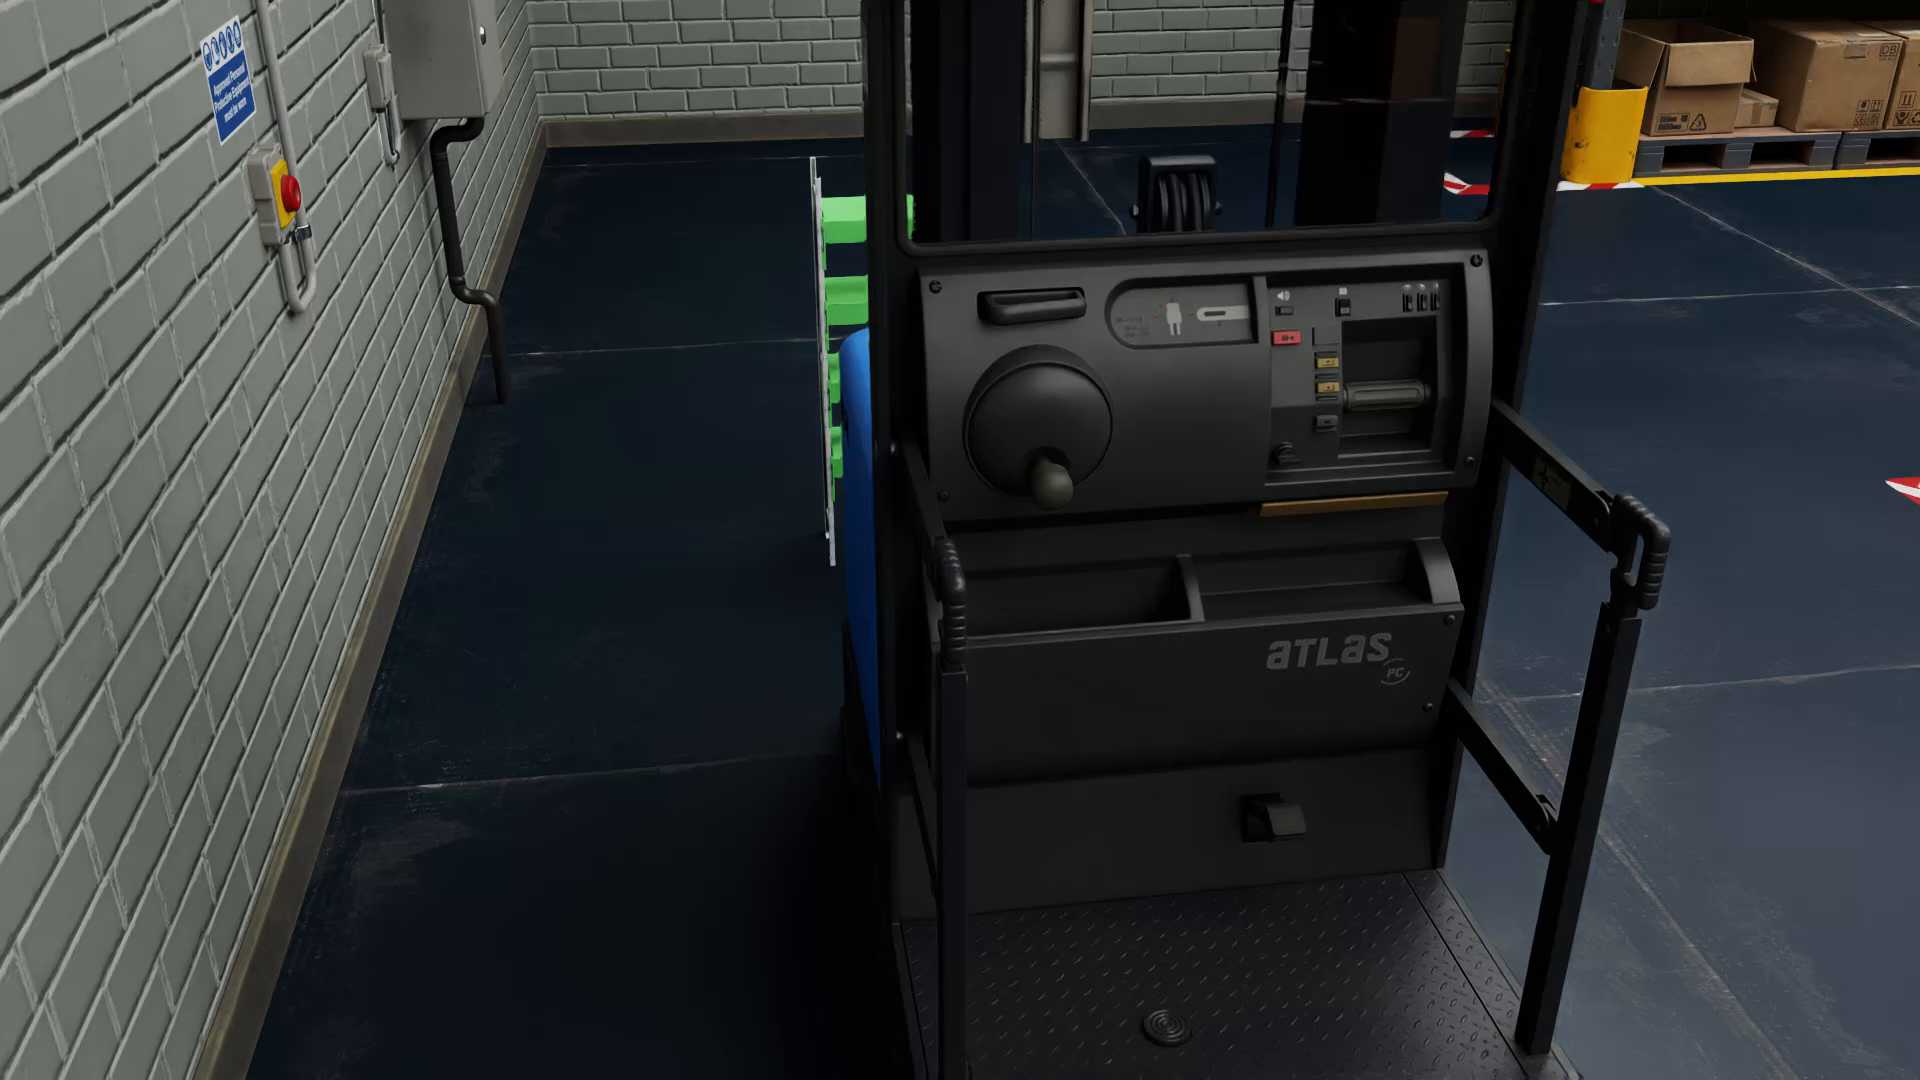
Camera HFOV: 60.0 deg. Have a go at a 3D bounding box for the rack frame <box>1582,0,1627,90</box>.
[{"bbox_3d":[3.344,-3.526,8.835,0.127,3.000,1.000,-4,27,-7],"label":"rack frame"}]

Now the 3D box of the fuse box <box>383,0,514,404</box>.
[{"bbox_3d":[-1.689,-1.298,5.906,0.414,1.711,0.539,-4,27,-7],"label":"fuse box"}]

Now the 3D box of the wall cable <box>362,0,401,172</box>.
[{"bbox_3d":[-1.750,-2.005,4.759,0.122,1.984,0.588,-4,27,-7],"label":"wall cable"}]

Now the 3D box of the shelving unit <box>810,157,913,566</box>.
[{"bbox_3d":[-0.164,-0.523,4.956,0.503,1.200,0.258,-4,27,-7],"label":"shelving unit"}]

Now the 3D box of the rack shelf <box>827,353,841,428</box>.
[{"bbox_3d":[-0.164,-0.466,4.985,0.480,0.148,0.258,-4,27,-7],"label":"rack shelf"}]

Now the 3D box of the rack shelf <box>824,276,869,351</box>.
[{"bbox_3d":[-0.164,-0.680,4.875,0.480,0.148,0.258,-4,27,-7],"label":"rack shelf"}]

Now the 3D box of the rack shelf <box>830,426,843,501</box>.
[{"bbox_3d":[-0.164,-0.253,5.094,0.480,0.148,0.258,-4,27,-7],"label":"rack shelf"}]

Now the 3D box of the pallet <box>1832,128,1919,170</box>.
[{"bbox_3d":[5.414,-2.417,9.729,1.213,0.211,1.003,-4,27,-7],"label":"pallet"}]

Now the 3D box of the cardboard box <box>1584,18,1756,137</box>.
[{"bbox_3d":[3.963,-2.598,9.302,0.637,0.503,0.797,-5,28,-9],"label":"cardboard box"}]

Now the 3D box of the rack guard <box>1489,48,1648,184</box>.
[{"bbox_3d":[3.419,-2.418,9.415,0.348,0.500,1.175,-4,27,-7],"label":"rack guard"}]

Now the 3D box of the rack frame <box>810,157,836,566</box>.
[{"bbox_3d":[-0.406,-0.508,4.925,0.015,1.200,0.240,-4,27,-7],"label":"rack frame"}]

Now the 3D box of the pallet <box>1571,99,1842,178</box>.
[{"bbox_3d":[4.209,-2.341,9.581,1.213,0.211,1.003,-4,27,-7],"label":"pallet"}]

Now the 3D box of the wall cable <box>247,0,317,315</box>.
[{"bbox_3d":[-1.541,-1.379,3.504,0.123,1.953,0.585,-4,27,-7],"label":"wall cable"}]

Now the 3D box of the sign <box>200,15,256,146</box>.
[{"bbox_3d":[-1.595,-1.007,3.631,0.001,0.218,0.327,-4,27,-7],"label":"sign"}]

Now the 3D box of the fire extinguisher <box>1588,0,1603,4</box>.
[{"bbox_3d":[3.263,-3.107,8.513,0.183,0.674,0.296,-4,27,-7],"label":"fire extinguisher"}]

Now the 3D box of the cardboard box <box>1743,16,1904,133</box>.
[{"bbox_3d":[4.815,-2.633,9.374,0.500,0.500,0.700,-3,27,-5],"label":"cardboard box"}]

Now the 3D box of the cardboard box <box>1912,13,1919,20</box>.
[{"bbox_3d":[5.843,-2.699,9.503,0.500,0.500,0.700,-5,28,-9],"label":"cardboard box"}]

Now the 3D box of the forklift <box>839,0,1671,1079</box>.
[{"bbox_3d":[0.435,-0.220,2.468,1.130,2.935,3.031,-4,27,-8],"label":"forklift"}]

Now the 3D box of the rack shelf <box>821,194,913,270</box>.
[{"bbox_3d":[-0.164,-0.893,4.766,0.480,0.148,0.258,-4,27,-7],"label":"rack shelf"}]

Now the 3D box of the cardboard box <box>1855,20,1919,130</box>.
[{"bbox_3d":[5.352,-2.621,9.351,0.500,0.500,0.500,-3,27,-6],"label":"cardboard box"}]

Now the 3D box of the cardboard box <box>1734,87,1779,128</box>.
[{"bbox_3d":[4.389,-2.449,9.401,0.250,0.149,0.380,-5,28,-9],"label":"cardboard box"}]

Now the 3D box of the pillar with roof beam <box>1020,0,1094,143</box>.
[{"bbox_3d":[1.148,-4.485,4.133,0.400,9.000,9.100,-4,27,-7],"label":"pillar with roof beam"}]
